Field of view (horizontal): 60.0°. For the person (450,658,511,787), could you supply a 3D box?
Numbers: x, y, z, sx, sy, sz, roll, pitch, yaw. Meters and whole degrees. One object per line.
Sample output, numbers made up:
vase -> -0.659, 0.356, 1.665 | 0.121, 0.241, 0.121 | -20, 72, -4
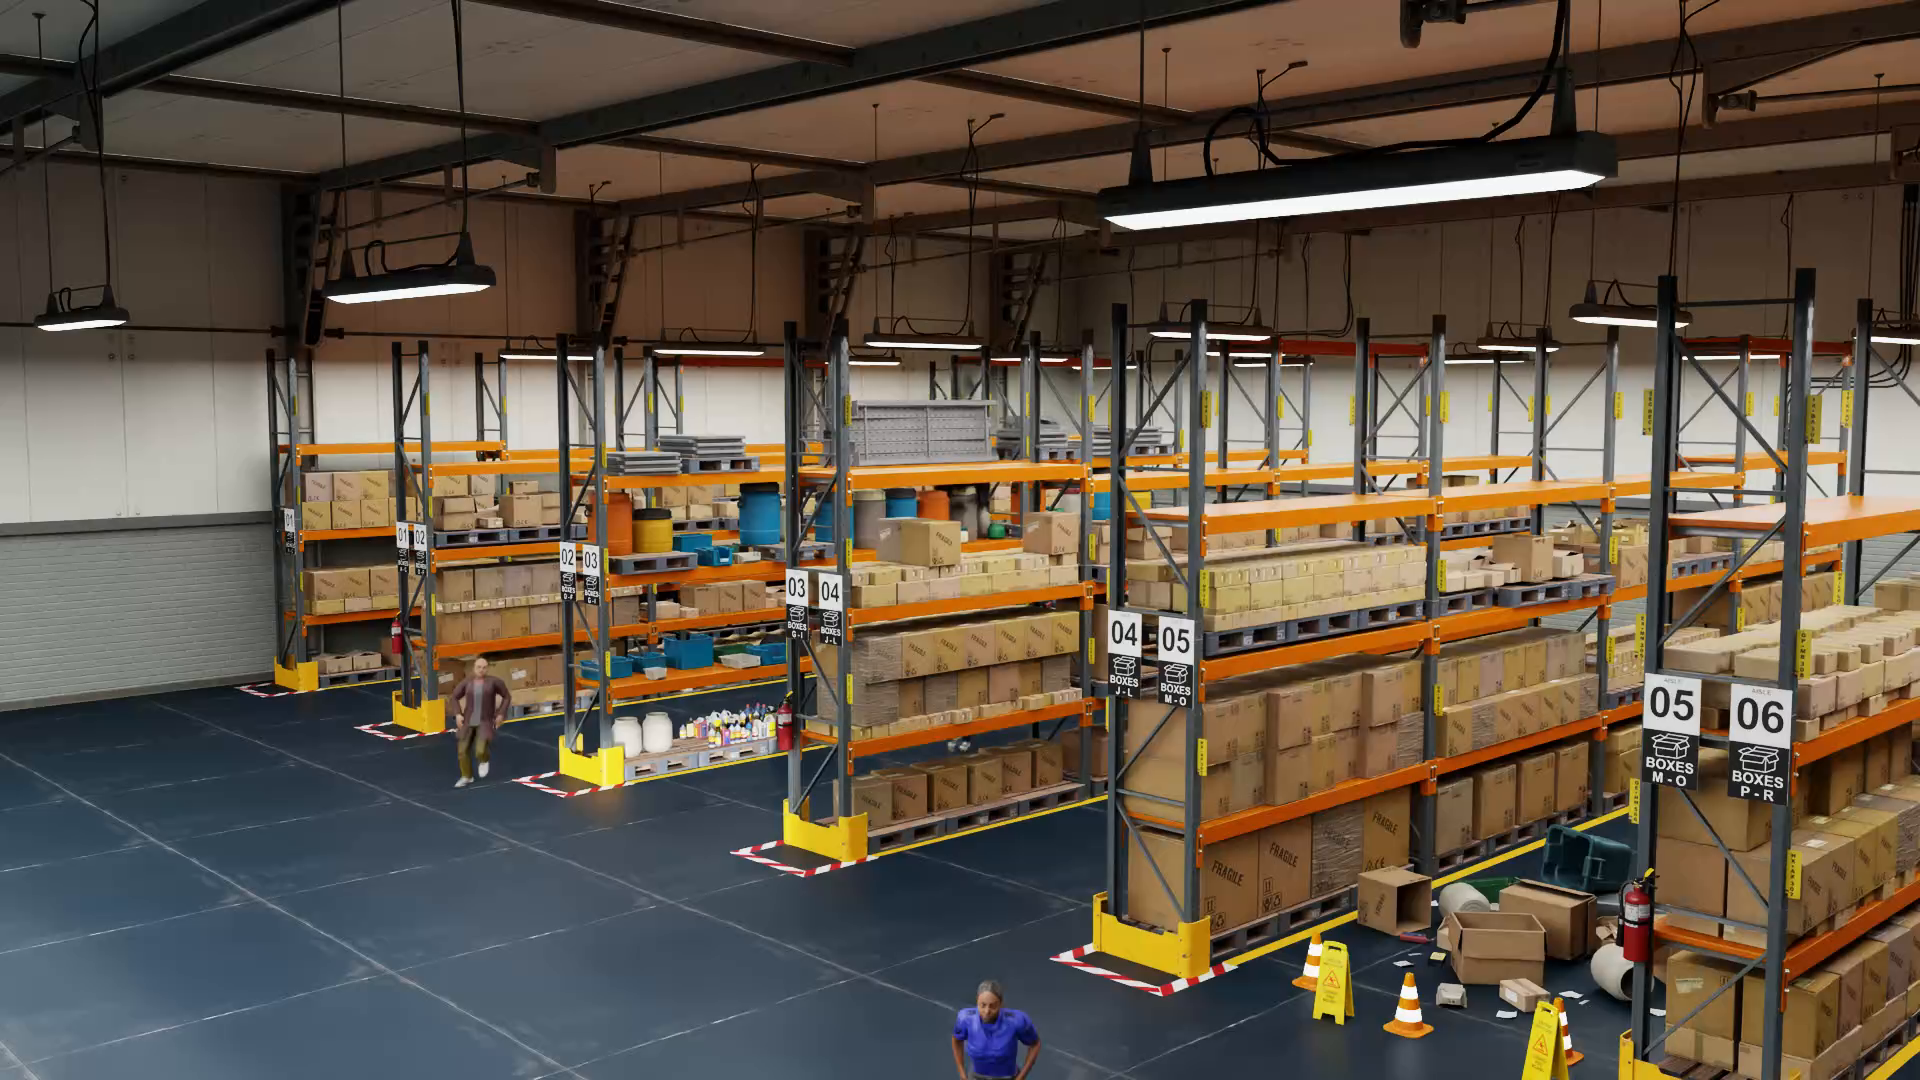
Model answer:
person -> -6.365, 2.412, 22.041 | 0.774, 1.704, 0.593 | 0, 5, -1

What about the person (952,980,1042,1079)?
person -> 0.238, 3.539, 10.606 | 0.575, 1.505, 0.849 | 0, 5, 6

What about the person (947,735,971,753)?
person -> -0.050, 2.287, 24.018 | 0.505, 1.592, 0.662 | 2, 6, 26
